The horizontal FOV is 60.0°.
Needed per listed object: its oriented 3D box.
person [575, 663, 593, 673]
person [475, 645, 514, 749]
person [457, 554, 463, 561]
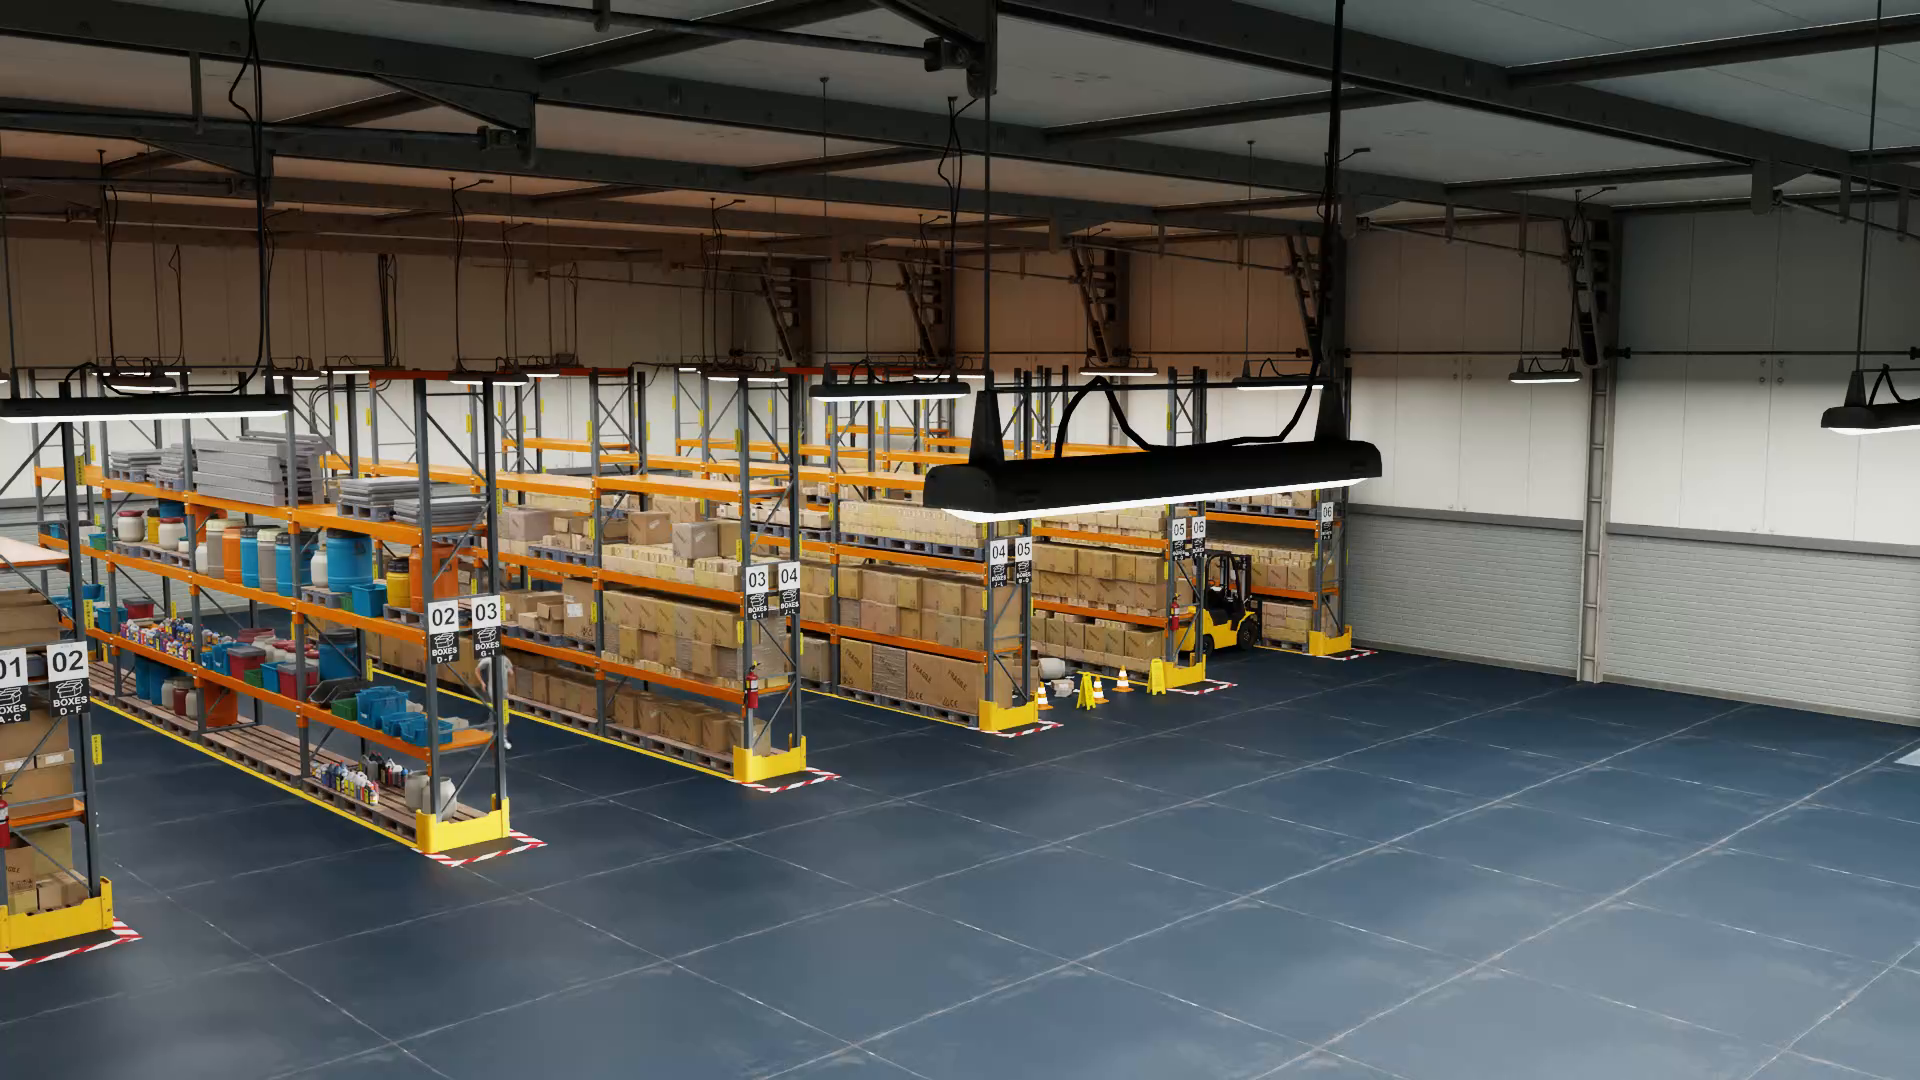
[{"bbox_3d":[-7.291,1.834,32.179,0.904,1.745,0.720,5,8,39],"label":"person"},{"bbox_3d":[-7.476,2.463,26.849,0.830,1.714,0.541,5,8,36],"label":"person"},{"bbox_3d":[-11.936,1.096,39.309,0.707,1.657,0.909,1,7,9],"label":"person"}]
